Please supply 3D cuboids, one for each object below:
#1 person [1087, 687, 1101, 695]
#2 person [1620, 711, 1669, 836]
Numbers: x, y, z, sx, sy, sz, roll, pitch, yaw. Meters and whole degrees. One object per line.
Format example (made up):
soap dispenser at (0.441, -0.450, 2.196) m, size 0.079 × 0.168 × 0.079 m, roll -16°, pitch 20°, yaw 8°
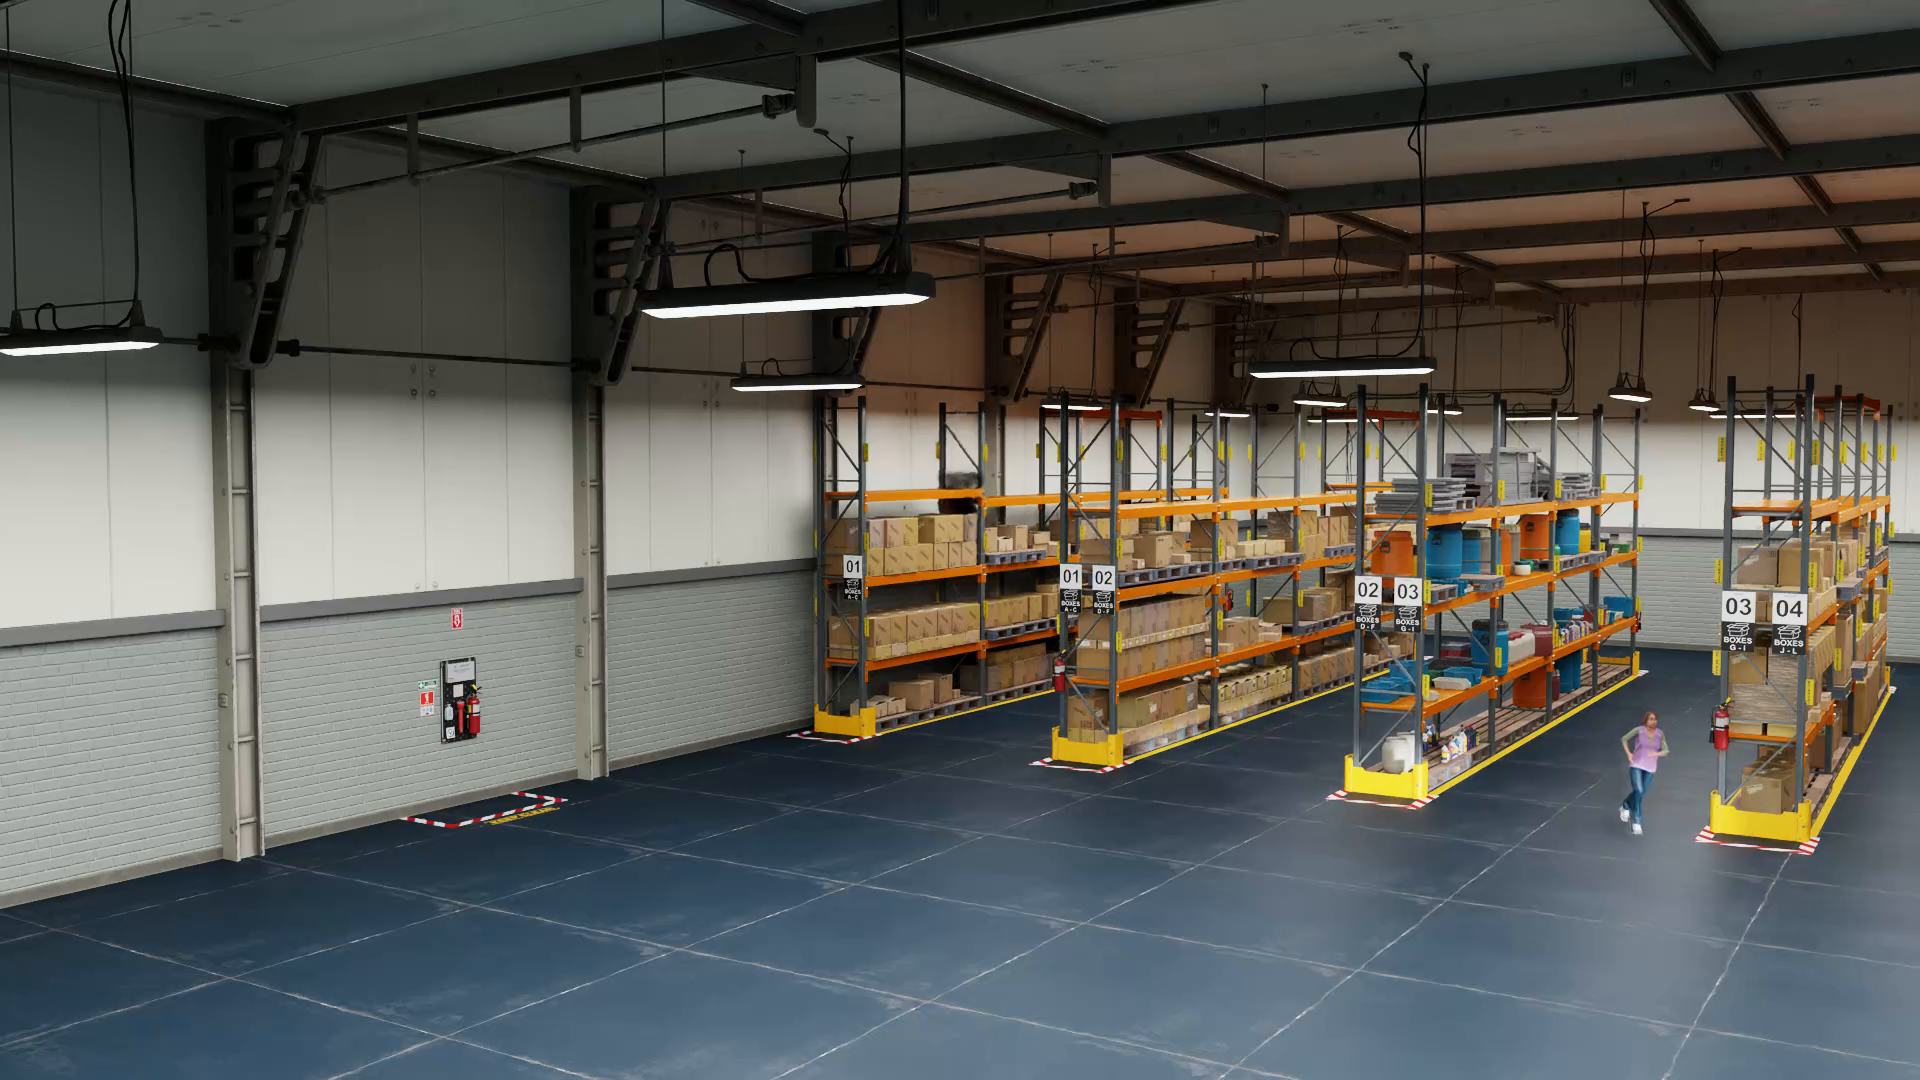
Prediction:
person at (2.467, 2.265, 30.090) m, size 0.648 × 1.745 × 0.570 m, roll 2°, pitch 3°, yaw 27°
person at (9.102, 3.070, 22.109) m, size 0.548 × 1.594 × 0.806 m, roll 0°, pitch 3°, yaw 3°
